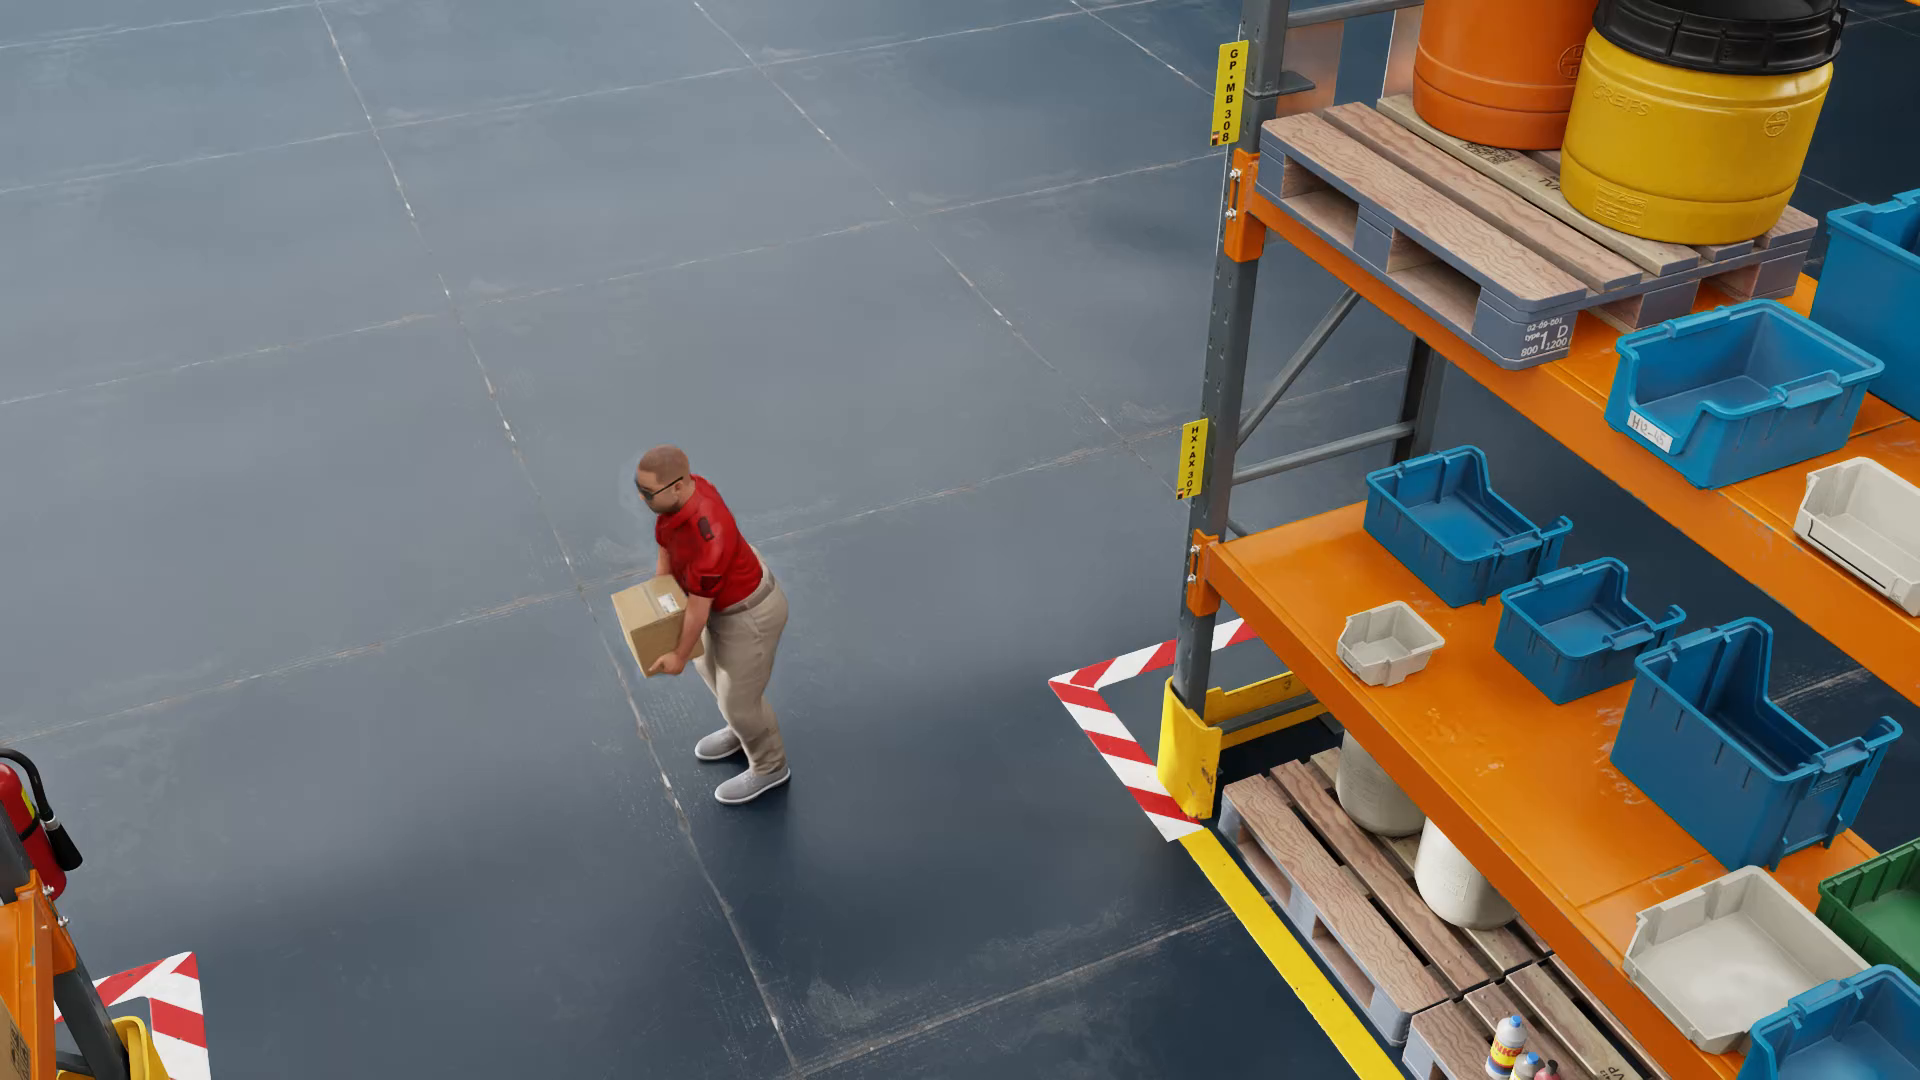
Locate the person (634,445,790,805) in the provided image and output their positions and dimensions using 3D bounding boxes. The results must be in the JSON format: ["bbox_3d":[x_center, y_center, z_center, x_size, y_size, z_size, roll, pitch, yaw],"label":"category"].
[{"bbox_3d":[-0.971,0.312,6.500,0.590,1.684,0.481,-16,40,-21],"label":"person"}]
